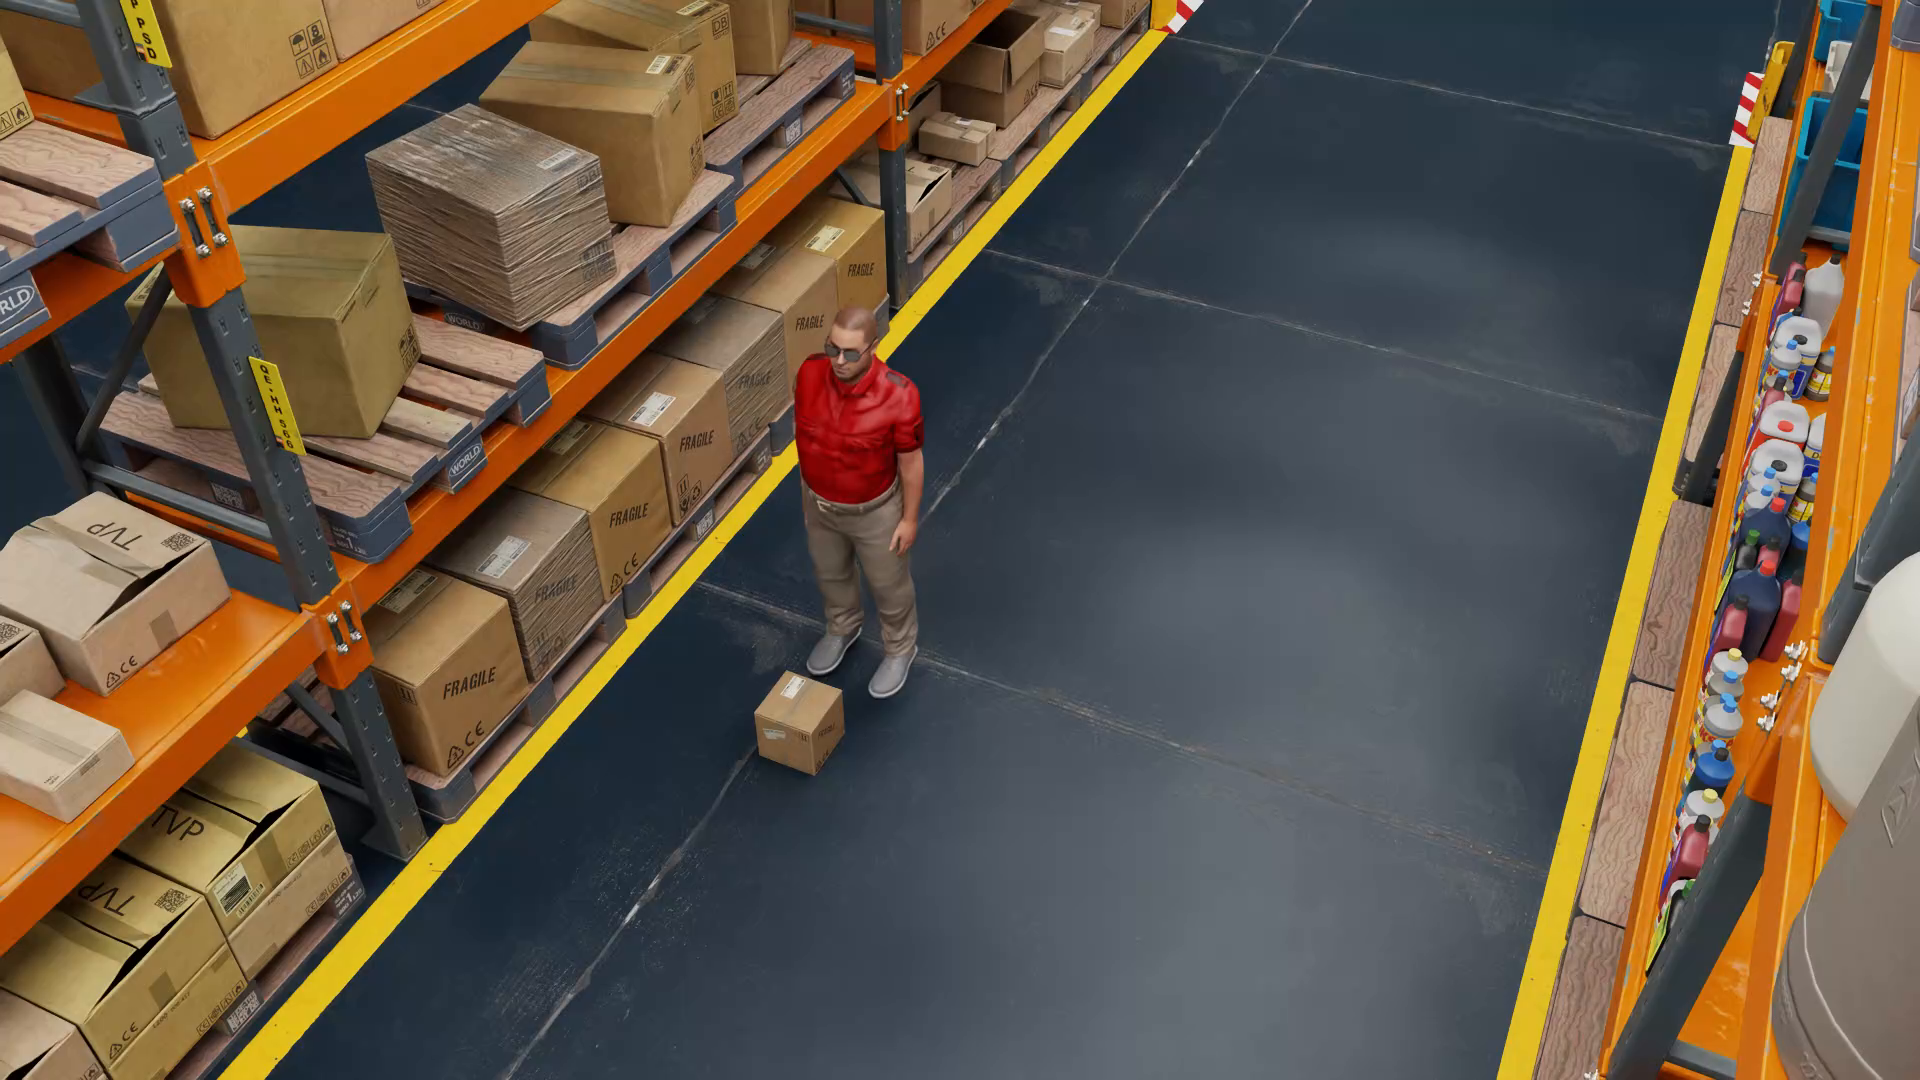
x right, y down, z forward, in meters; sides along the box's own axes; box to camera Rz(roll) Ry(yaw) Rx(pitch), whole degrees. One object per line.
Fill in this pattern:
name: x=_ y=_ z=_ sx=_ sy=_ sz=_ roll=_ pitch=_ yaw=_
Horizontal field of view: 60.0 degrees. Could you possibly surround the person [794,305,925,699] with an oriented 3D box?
person: x=-0.396 y=-0.126 z=6.317 sx=0.528 sy=1.727 sz=0.362 roll=19 pitch=45 yaw=20
